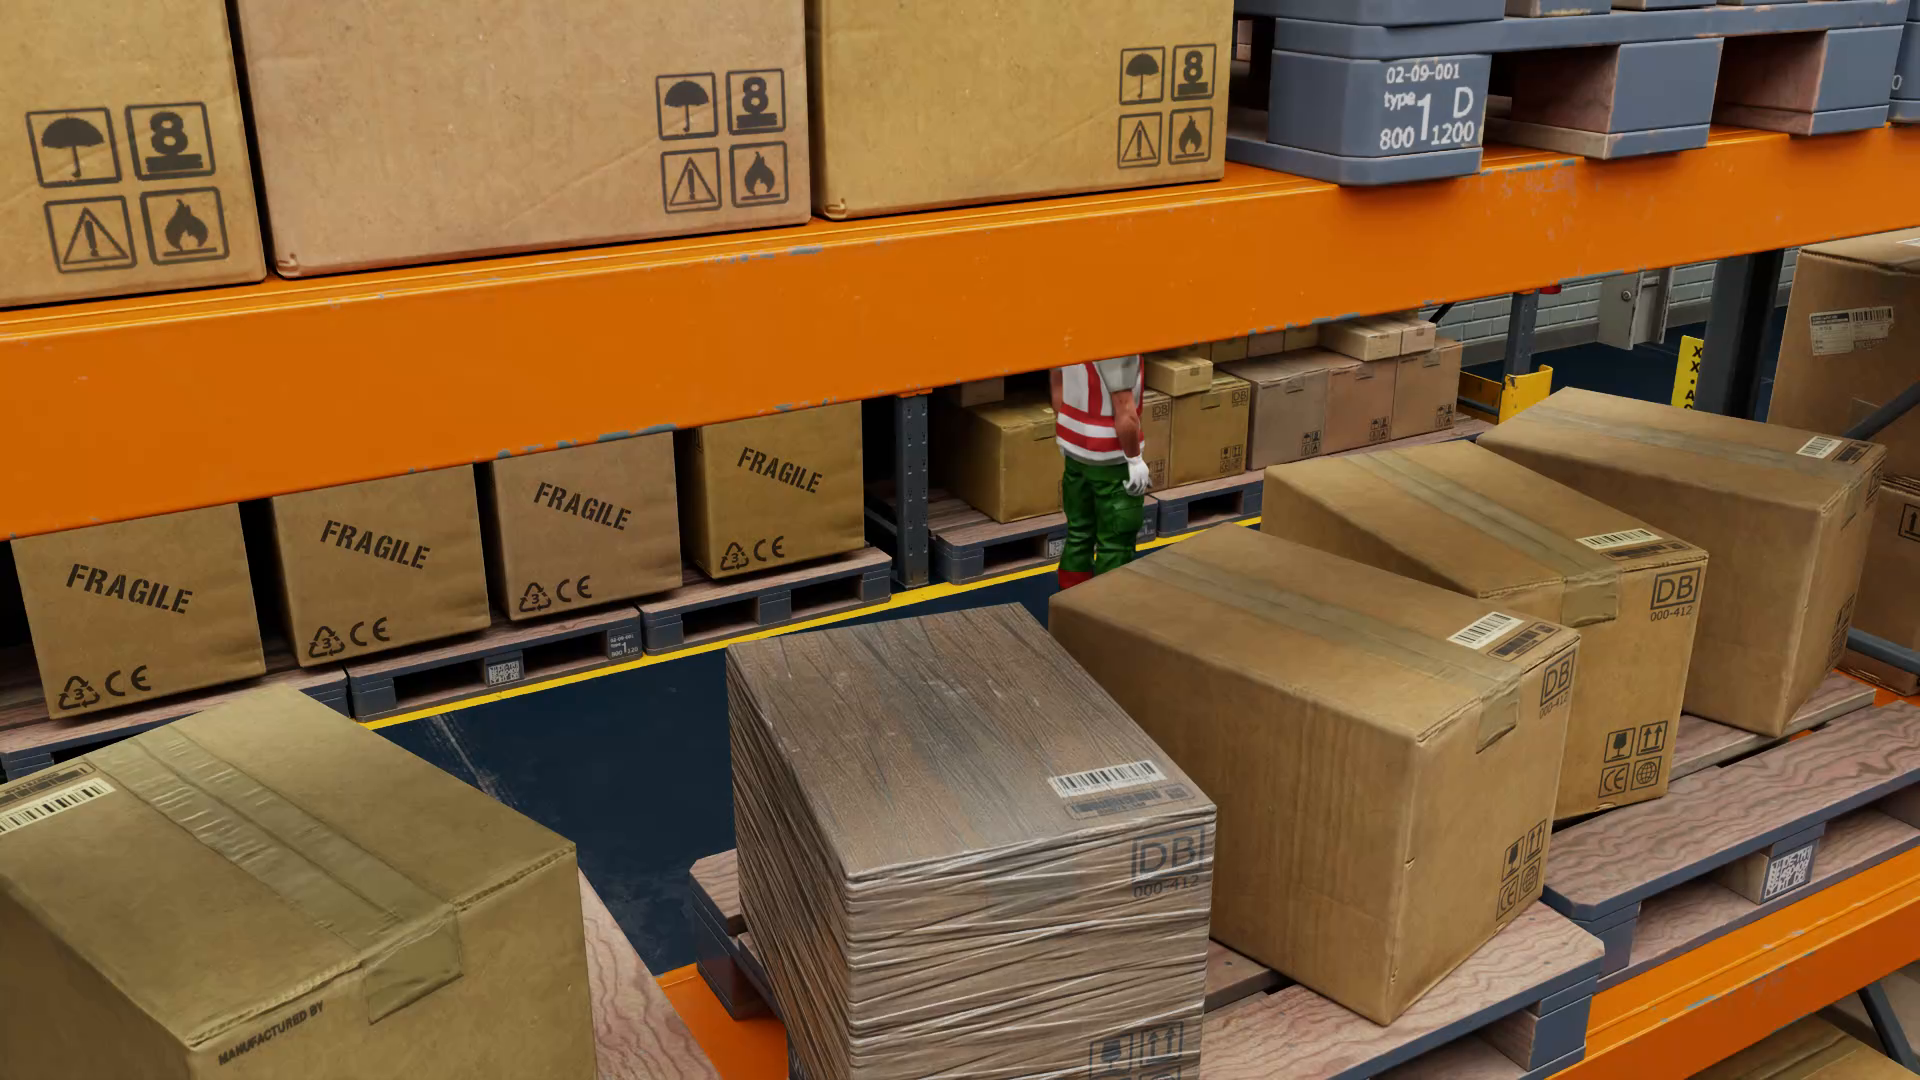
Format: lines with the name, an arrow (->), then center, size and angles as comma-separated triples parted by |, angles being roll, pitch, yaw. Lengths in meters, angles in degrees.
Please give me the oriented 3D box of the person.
person -> 0.622, -0.373, 6.985 | 0.401, 1.798, 0.572 | -12, 24, -28
